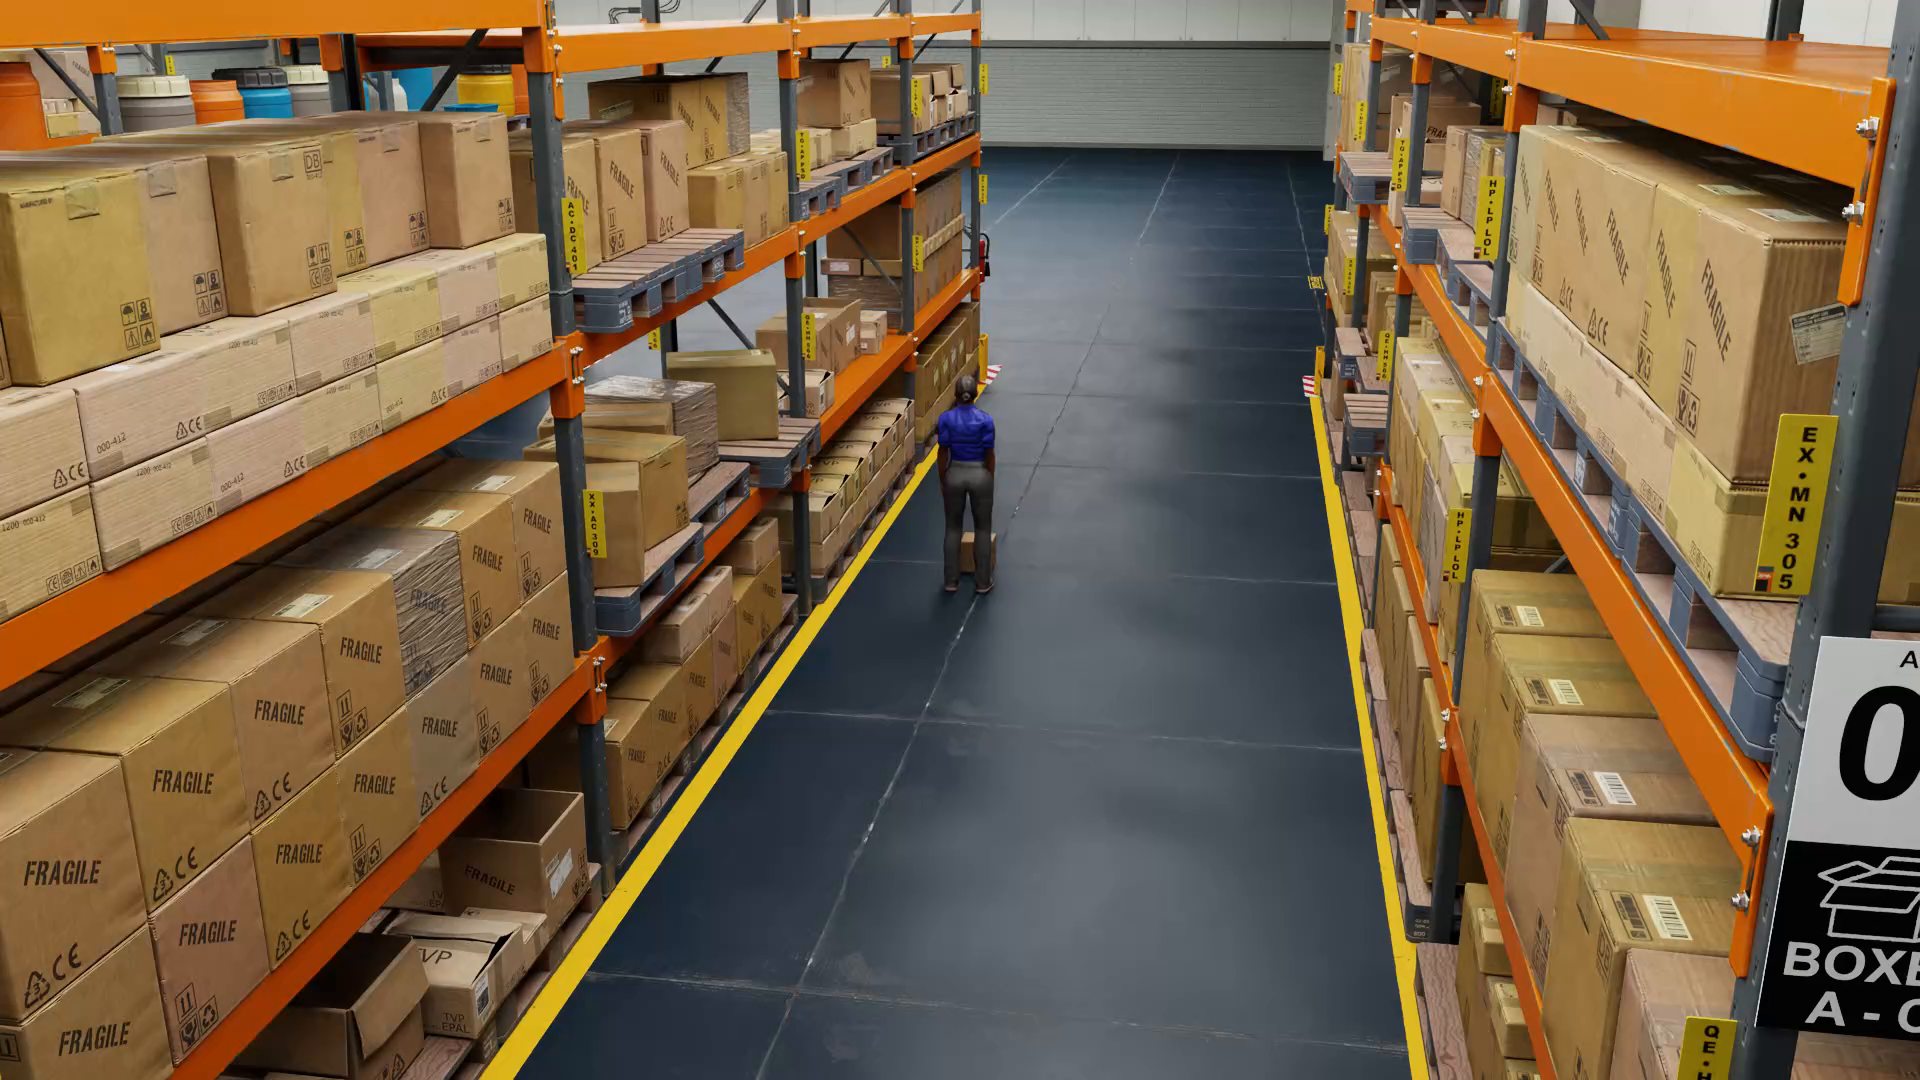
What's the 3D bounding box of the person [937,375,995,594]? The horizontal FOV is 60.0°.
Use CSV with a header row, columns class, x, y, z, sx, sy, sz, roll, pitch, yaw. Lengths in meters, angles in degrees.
class,x,y,z,sx,sy,sz,roll,pitch,yaw
person,0.049,-0.419,12.358,0.437,1.660,0.316,3,18,10
